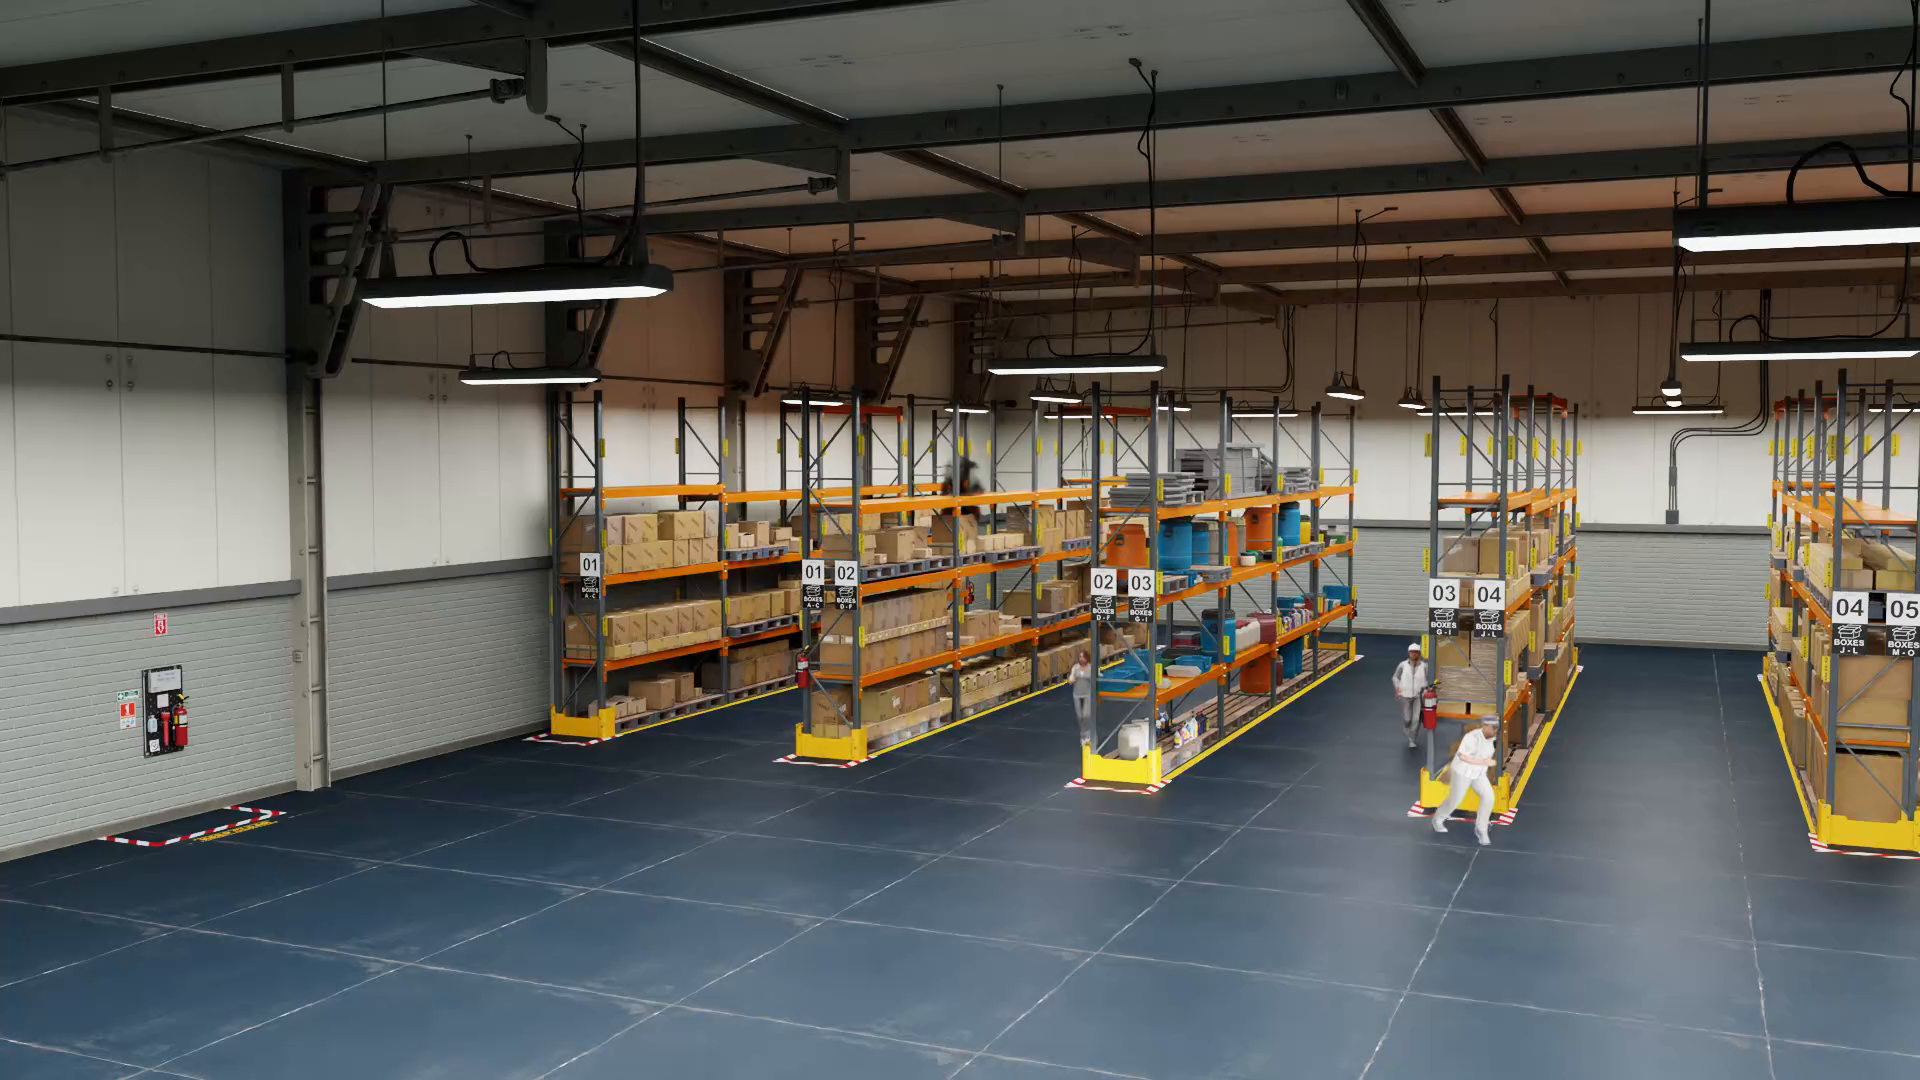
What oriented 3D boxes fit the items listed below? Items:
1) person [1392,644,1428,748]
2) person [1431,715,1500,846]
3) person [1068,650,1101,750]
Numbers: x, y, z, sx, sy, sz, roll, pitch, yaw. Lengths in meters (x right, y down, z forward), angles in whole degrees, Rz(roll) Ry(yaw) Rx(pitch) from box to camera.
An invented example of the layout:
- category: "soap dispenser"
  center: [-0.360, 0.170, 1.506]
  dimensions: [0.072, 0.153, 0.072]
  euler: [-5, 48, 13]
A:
- category: "person"
  center: [7.591, 2.600, 27.873]
  dimensions: [0.671, 1.728, 0.597]
  euler: [1, 3, 13]
- category: "person"
  center: [6.476, 3.034, 21.237]
  dimensions: [0.705, 1.718, 1.021]
  euler: [-2, 4, -34]
- category: "person"
  center: [2.064, 2.660, 27.798]
  dimensions: [0.516, 1.635, 0.678]
  euler: [1, 3, 21]
